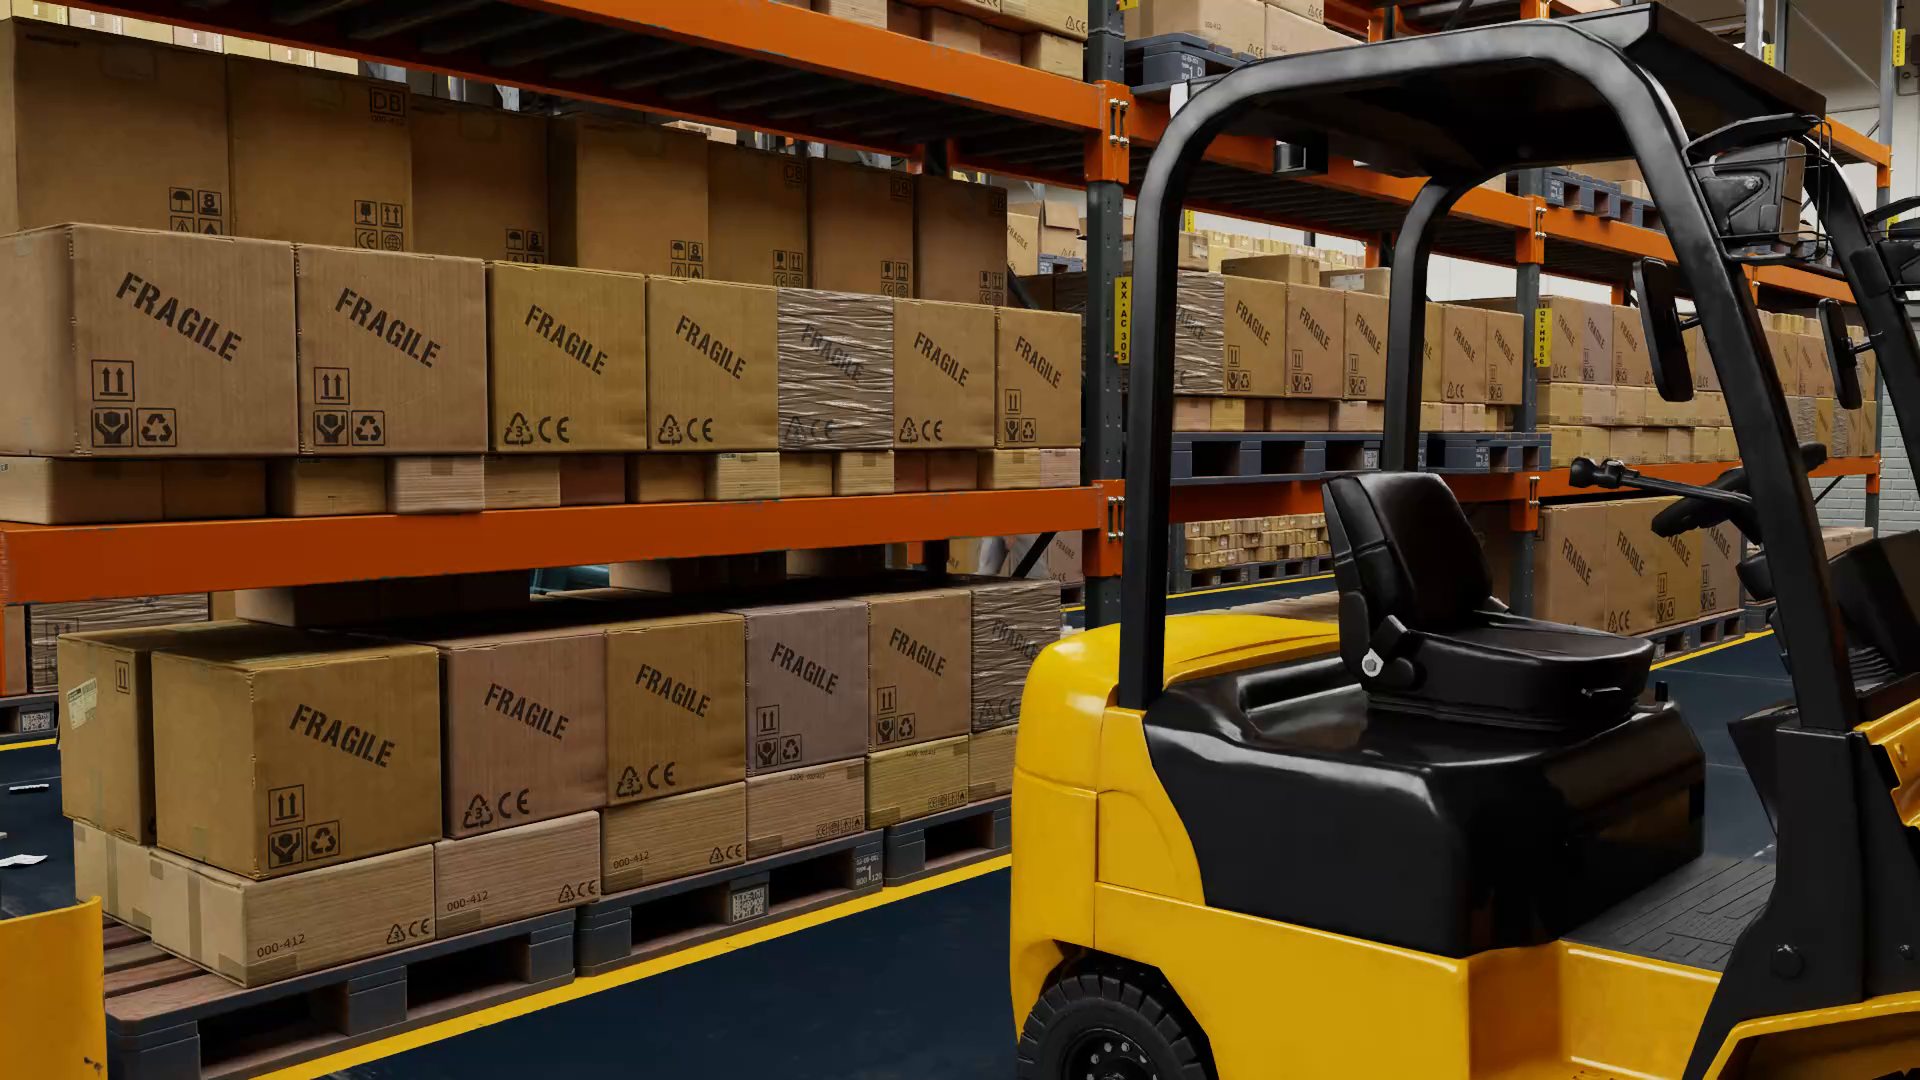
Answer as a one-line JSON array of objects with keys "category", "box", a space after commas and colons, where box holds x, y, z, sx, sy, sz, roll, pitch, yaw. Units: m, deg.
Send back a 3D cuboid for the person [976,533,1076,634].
[{"category": "person", "box": [0.406, -0.097, 11.898, 0.963, 1.607, 0.469, -2, 4, -29]}]
